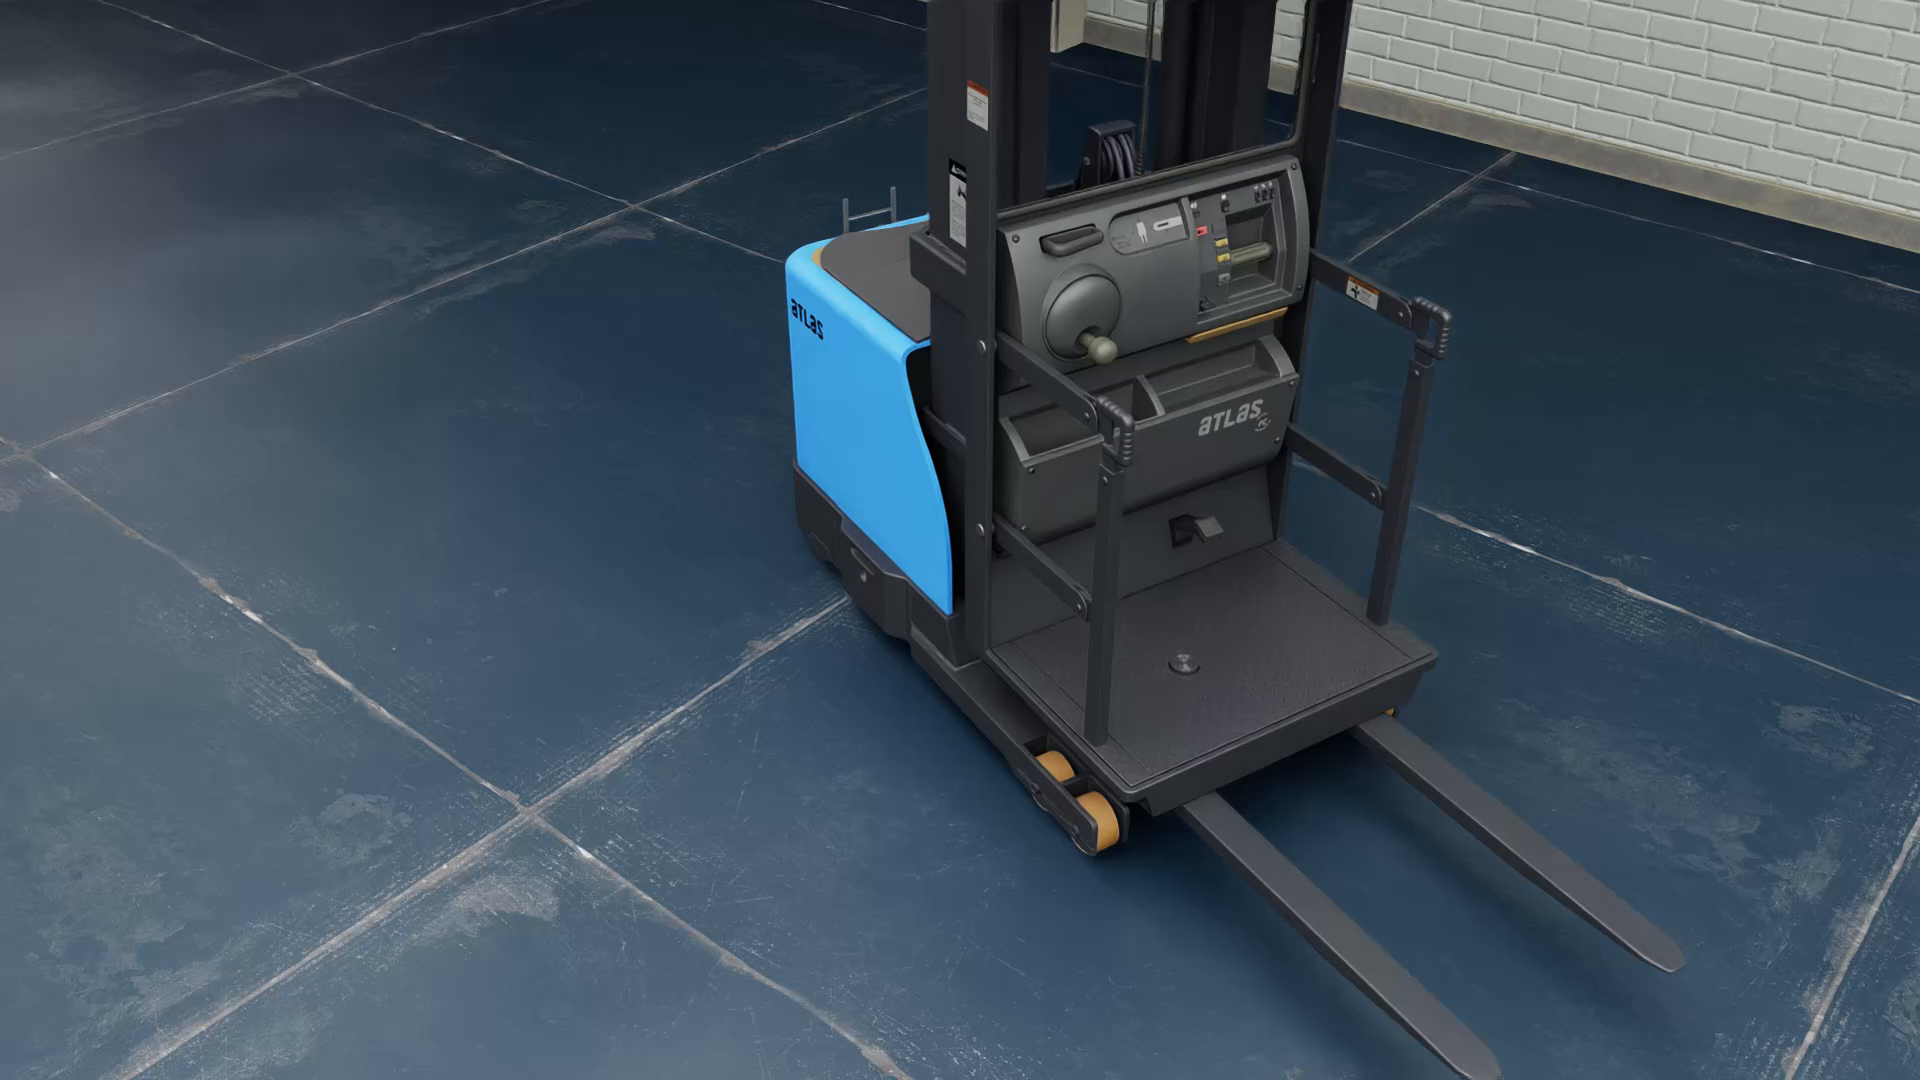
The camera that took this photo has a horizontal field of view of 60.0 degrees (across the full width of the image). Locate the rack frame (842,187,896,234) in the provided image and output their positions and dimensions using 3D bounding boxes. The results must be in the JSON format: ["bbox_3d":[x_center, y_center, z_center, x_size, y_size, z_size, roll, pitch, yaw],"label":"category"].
[{"bbox_3d":[-0.305,-0.733,5.890,0.200,1.050,0.008,-19,39,-26],"label":"rack frame"}]

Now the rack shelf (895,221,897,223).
[{"bbox_3d":[-0.242,-0.899,5.649,0.215,0.259,0.240,-19,39,-26],"label":"rack shelf"}]

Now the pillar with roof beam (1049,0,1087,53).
[{"bbox_3d":[-2.231,-4.912,4.953,0.400,9.000,9.100,25,42,32],"label":"pillar with roof beam"}]

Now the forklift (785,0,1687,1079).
[{"bbox_3d":[0.636,-0.662,4.125,1.130,2.935,3.031,-19,39,-26],"label":"forklift"}]

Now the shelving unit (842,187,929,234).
[{"bbox_3d":[-0.242,-0.674,5.804,0.215,1.050,0.252,-19,39,-26],"label":"shelving unit"}]

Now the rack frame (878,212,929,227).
[{"bbox_3d":[-0.178,-0.615,5.718,0.200,1.050,0.008,-19,39,-26],"label":"rack frame"}]
